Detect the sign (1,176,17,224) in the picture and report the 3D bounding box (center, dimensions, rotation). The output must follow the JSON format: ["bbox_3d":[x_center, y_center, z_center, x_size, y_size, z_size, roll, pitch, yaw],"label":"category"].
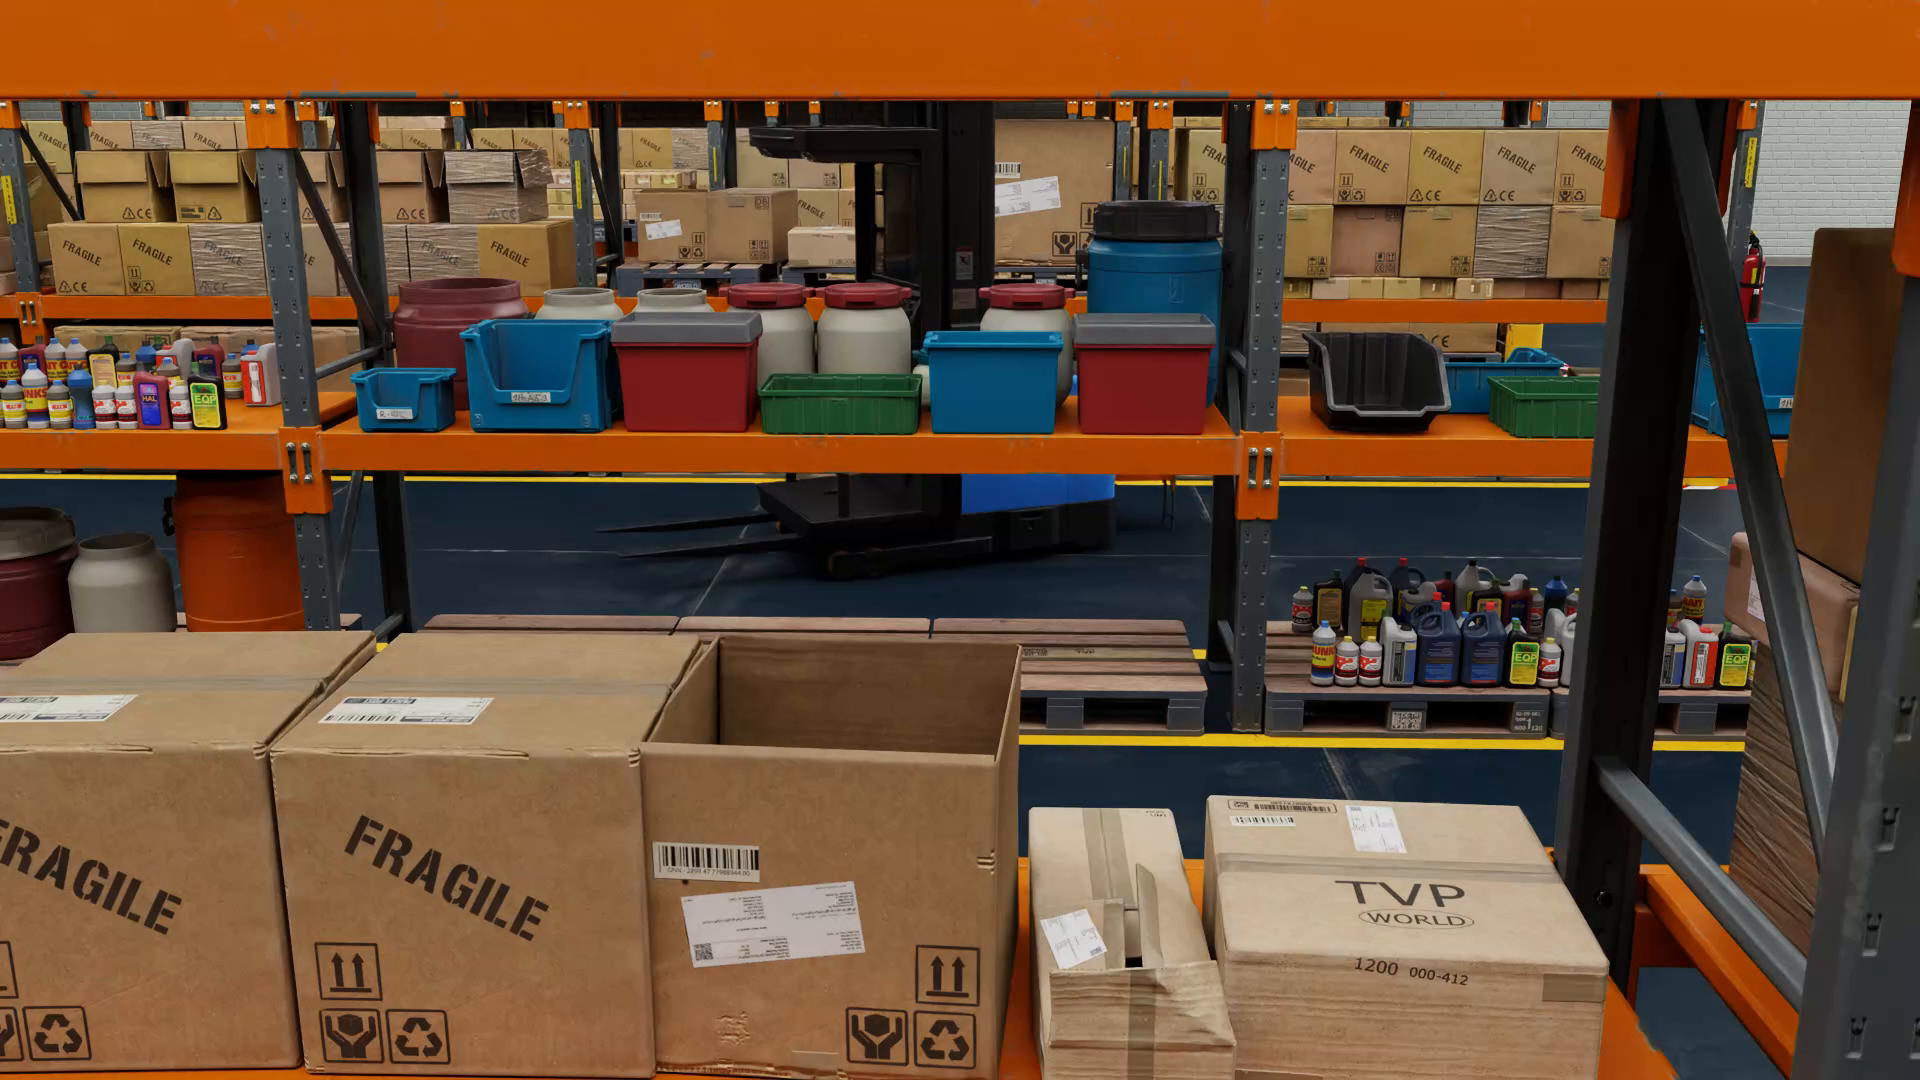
[{"bbox_3d":[-6.633,-2.372,11.599,0.005,0.325,0.100,0,15,1],"label":"sign"}]

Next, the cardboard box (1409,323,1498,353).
[{"bbox_3d":[4.924,-2.406,16.922,0.875,0.875,0.875,0,15,2],"label":"cardboard box"}]

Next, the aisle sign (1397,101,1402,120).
[{"bbox_3d":[5.699,-5.842,21.505,0.004,0.787,0.394,0,15,1],"label":"aisle sign"}]

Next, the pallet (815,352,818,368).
[{"bbox_3d":[-1.607,-1.922,17.213,1.213,0.211,1.003,0,15,1],"label":"pallet"}]

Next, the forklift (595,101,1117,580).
[{"bbox_3d":[-0.610,-1.341,9.677,3.031,2.935,1.130,-6,16,-22],"label":"forklift"}]

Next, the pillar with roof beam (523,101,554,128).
[{"bbox_3d":[-7.027,-7.887,22.595,0.400,9.000,9.100,0,15,1],"label":"pillar with roof beam"}]

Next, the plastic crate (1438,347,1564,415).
[{"bbox_3d":[2.364,-0.732,7.525,0.616,0.251,0.499,0,15,1],"label":"plastic crate"}]

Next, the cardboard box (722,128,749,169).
[{"bbox_3d":[-2.892,-5.027,21.356,0.500,0.500,0.500,0,15,0],"label":"cardboard box"}]

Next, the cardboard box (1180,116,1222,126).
[{"bbox_3d":[3.076,-5.130,21.167,0.500,0.500,0.700,0,15,0],"label":"cardboard box"}]

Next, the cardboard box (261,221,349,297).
[{"bbox_3d":[-4.647,-2.030,11.958,0.500,0.500,0.500,1,15,2],"label":"cardboard box"}]

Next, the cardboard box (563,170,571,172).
[{"bbox_3d":[-3.900,-3.724,17.077,0.250,0.149,0.380,1,15,4],"label":"cardboard box"}]

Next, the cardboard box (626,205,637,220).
[{"bbox_3d":[-3.147,-3.265,16.503,0.250,0.149,0.380,0,15,1],"label":"cardboard box"}]

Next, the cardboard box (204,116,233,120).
[{"bbox_3d":[-9.497,-5.368,21.380,0.250,0.149,0.380,1,15,3],"label":"cardboard box"}]

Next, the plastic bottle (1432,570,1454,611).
[{"bbox_3d":[2.258,0.281,7.856,0.133,0.283,0.061,1,15,5],"label":"plastic bottle"}]

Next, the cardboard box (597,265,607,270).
[{"bbox_3d":[-3.584,-2.722,17.382,0.500,0.250,0.500,0,15,1],"label":"cardboard box"}]

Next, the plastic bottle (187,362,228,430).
[{"bbox_3d":[-3.163,-0.605,6.982,0.133,0.283,0.061,0,15,1],"label":"plastic bottle"}]

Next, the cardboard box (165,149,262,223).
[{"bbox_3d":[-5.295,-2.581,12.079,0.637,0.503,0.797,1,15,2],"label":"cardboard box"}]

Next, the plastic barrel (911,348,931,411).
[{"bbox_3d":[-0.068,-0.723,7.470,0.301,0.262,0.301,0,15,0],"label":"plastic barrel"}]

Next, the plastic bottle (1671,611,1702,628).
[{"bbox_3d":[3.153,0.449,7.220,0.133,0.283,0.061,0,15,1],"label":"plastic bottle"}]

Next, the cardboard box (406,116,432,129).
[{"bbox_3d":[-6.944,-5.380,21.423,0.250,0.149,0.380,1,15,3],"label":"cardboard box"}]

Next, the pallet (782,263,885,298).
[{"bbox_3d":[-0.641,-1.936,12.172,1.213,0.211,1.003,0,15,1],"label":"pallet"}]

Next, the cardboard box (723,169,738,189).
[{"bbox_3d":[-2.859,-4.666,21.458,0.500,0.250,0.500,0,15,1],"label":"cardboard box"}]

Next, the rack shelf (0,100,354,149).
[{"bbox_3d":[-4.747,-1.883,7.128,4.000,0.370,1.077,0,15,1],"label":"rack shelf"}]

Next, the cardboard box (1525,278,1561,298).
[{"bbox_3d":[4.086,-1.814,11.830,0.250,0.149,0.380,0,15,1],"label":"cardboard box"}]

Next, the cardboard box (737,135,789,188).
[{"bbox_3d":[-1.945,-3.821,16.788,0.500,0.500,0.700,0,15,1],"label":"cardboard box"}]

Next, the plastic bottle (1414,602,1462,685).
[{"bbox_3d":[2.047,0.438,7.132,0.185,0.351,0.144,1,15,3],"label":"plastic bottle"}]

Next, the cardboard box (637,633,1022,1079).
[{"bbox_3d":[-0.173,0.461,2.518,0.500,0.500,0.500,1,15,5],"label":"cardboard box"}]

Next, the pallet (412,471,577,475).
[{"bbox_3d":[-3.407,-0.707,12.605,1.213,0.211,1.003,0,15,1],"label":"pallet"}]

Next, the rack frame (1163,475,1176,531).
[{"bbox_3d":[1.337,-0.667,10.515,0.015,1.200,0.240,-2,15,-8],"label":"rack frame"}]

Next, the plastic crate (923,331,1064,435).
[{"bbox_3d":[0.140,-0.662,7.000,0.575,0.384,0.392,0,15,1],"label":"plastic crate"}]

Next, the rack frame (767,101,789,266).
[{"bbox_3d":[-2.368,-4.558,21.736,0.127,3.000,1.000,0,15,1],"label":"rack frame"}]

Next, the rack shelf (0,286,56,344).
[{"bbox_3d":[-8.619,-1.722,12.397,4.000,0.370,1.077,0,15,1],"label":"rack shelf"}]

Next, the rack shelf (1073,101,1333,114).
[{"bbox_3d":[3.753,-6.887,26.095,4.000,0.370,1.077,0,15,1],"label":"rack shelf"}]

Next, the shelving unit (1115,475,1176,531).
[{"bbox_3d":[1.095,-0.658,10.483,0.503,1.200,0.258,-2,15,-8],"label":"shelving unit"}]

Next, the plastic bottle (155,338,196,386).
[{"bbox_3d":[-3.635,-0.796,7.720,0.135,0.276,0.152,0,15,1],"label":"plastic bottle"}]

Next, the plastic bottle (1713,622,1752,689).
[{"bbox_3d":[3.285,0.489,7.070,0.133,0.283,0.061,1,15,3],"label":"plastic bottle"}]

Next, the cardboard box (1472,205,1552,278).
[{"bbox_3d":[3.825,-2.168,11.900,0.500,0.500,0.875,0,15,1],"label":"cardboard box"}]

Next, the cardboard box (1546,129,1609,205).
[{"bbox_3d":[4.320,-2.597,11.563,0.500,0.500,0.500,0,15,1],"label":"cardboard box"}]

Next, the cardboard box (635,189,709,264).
[{"bbox_3d":[-2.080,-2.289,12.116,0.500,0.500,0.500,-1,15,-5],"label":"cardboard box"}]

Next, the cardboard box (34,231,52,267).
[{"bbox_3d":[-7.083,-2.198,12.502,0.500,0.250,0.500,0,15,0],"label":"cardboard box"}]

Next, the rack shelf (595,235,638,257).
[{"bbox_3d":[-4.393,-2.960,17.090,4.000,0.370,1.077,0,15,1],"label":"rack shelf"}]

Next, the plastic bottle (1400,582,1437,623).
[{"bbox_3d":[2.115,0.332,7.677,0.135,0.276,0.152,0,15,1],"label":"plastic bottle"}]

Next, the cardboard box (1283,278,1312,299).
[{"bbox_3d":[2.335,-1.806,11.799,0.250,0.149,0.380,0,15,1],"label":"cardboard box"}]

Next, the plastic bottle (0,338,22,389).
[{"bbox_3d":[-4.442,-0.806,7.767,0.097,0.271,0.097,0,15,0],"label":"plastic bottle"}]

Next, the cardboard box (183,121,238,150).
[{"bbox_3d":[-7.386,-3.933,16.627,0.500,0.500,0.500,0,15,0],"label":"cardboard box"}]

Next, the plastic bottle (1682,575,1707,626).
[{"bbox_3d":[3.445,0.300,7.810,0.097,0.271,0.097,0,15,0],"label":"plastic bottle"}]

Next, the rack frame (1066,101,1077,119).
[{"bbox_3d":[1.754,-5.798,26.436,0.127,3.000,1.000,0,15,1],"label":"rack frame"}]

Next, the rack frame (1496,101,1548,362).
[{"bbox_3d":[5.604,-3.243,16.752,0.127,3.000,1.000,0,15,1],"label":"rack frame"}]

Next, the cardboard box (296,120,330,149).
[{"bbox_3d":[-6.837,-4.062,17.116,0.500,0.500,0.500,1,15,3],"label":"cardboard box"}]

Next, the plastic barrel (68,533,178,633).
[{"bbox_3d":[-3.804,0.252,7.557,0.421,0.512,0.421,0,15,0],"label":"plastic barrel"}]
